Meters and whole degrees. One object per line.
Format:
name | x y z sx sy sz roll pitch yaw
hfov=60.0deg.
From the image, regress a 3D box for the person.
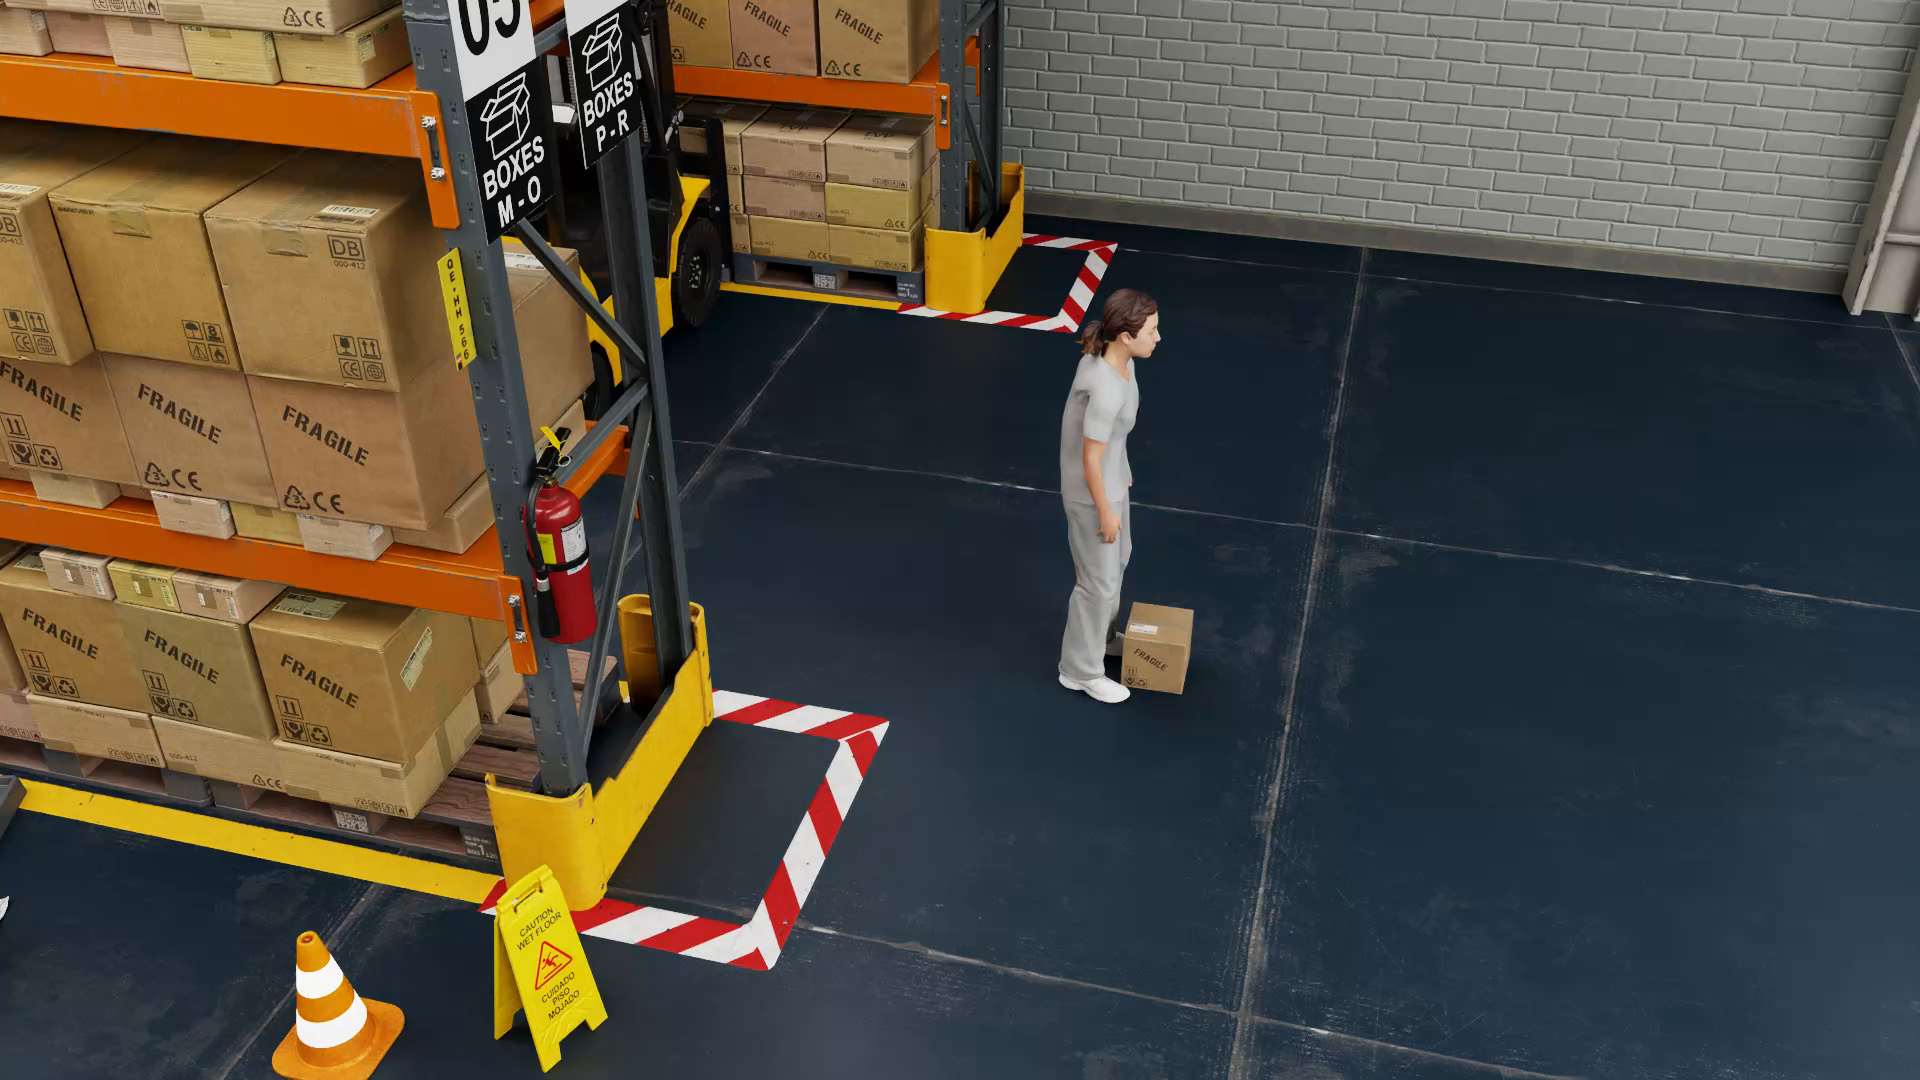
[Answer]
person | 0.562 -0.189 6.432 0.352 1.673 0.508 7 34 11
